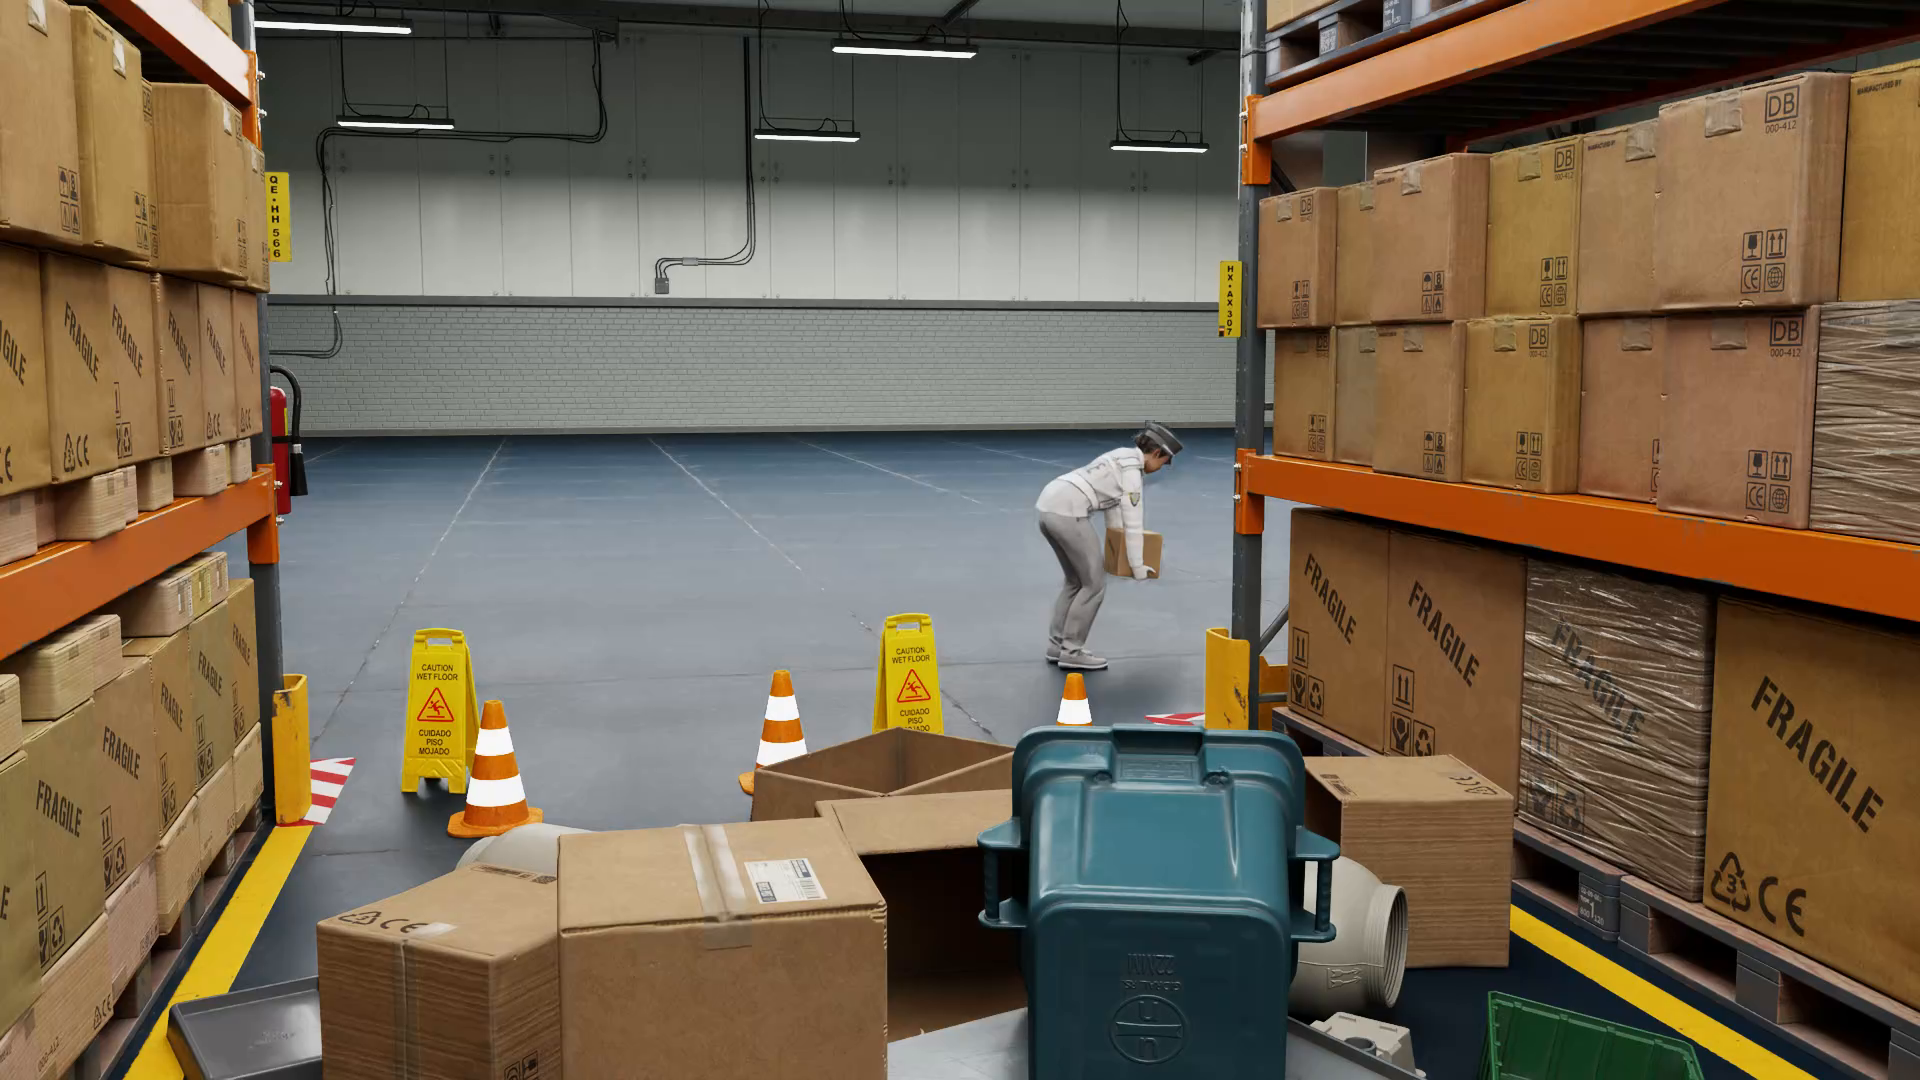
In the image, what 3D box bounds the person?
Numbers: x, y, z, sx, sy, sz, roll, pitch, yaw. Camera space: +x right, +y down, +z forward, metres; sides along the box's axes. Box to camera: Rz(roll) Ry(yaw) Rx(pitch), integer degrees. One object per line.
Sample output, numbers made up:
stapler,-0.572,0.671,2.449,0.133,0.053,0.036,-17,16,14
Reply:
person,0.851,0.025,9.367,0.857,1.363,0.409,-2,6,-15
